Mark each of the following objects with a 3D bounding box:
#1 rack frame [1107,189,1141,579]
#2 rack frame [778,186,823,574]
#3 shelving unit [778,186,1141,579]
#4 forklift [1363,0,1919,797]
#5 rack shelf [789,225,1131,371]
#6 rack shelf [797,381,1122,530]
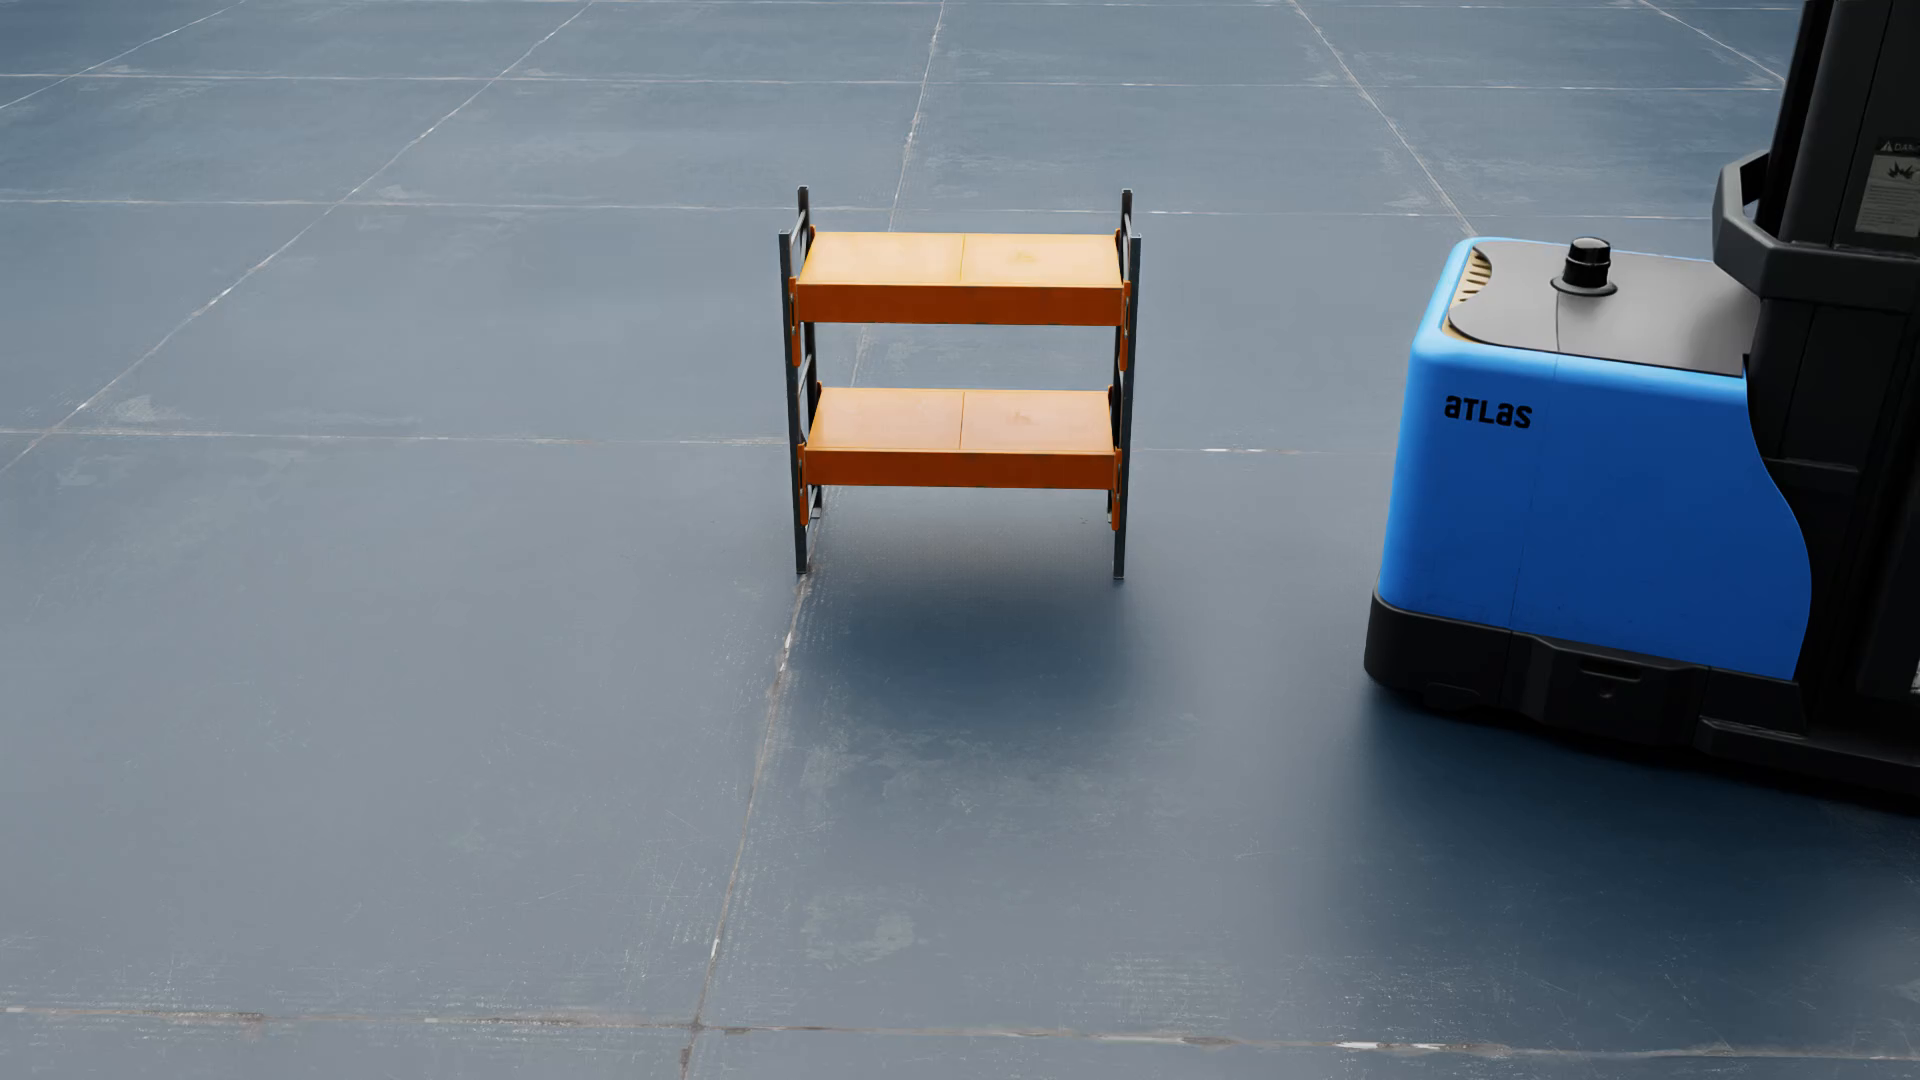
[{"bbox_3d":[0.515,-0.488,5.262,0.032,1.125,0.500,1,28,2],"label":"rack frame"},{"bbox_3d":[-0.501,-0.505,5.294,0.032,1.125,0.500,1,28,2],"label":"rack frame"},{"bbox_3d":[0.007,-0.497,5.278,1.048,1.125,0.538,1,28,2],"label":"shelving unit"},{"bbox_3d":[2.713,-0.807,3.936,3.031,2.935,1.130,10,30,19],"label":"forklift"},{"bbox_3d":[0.007,-0.755,5.141,1.000,0.278,0.538,1,28,2],"label":"rack shelf"},{"bbox_3d":[0.007,-0.281,5.393,1.000,0.278,0.538,1,28,2],"label":"rack shelf"}]
